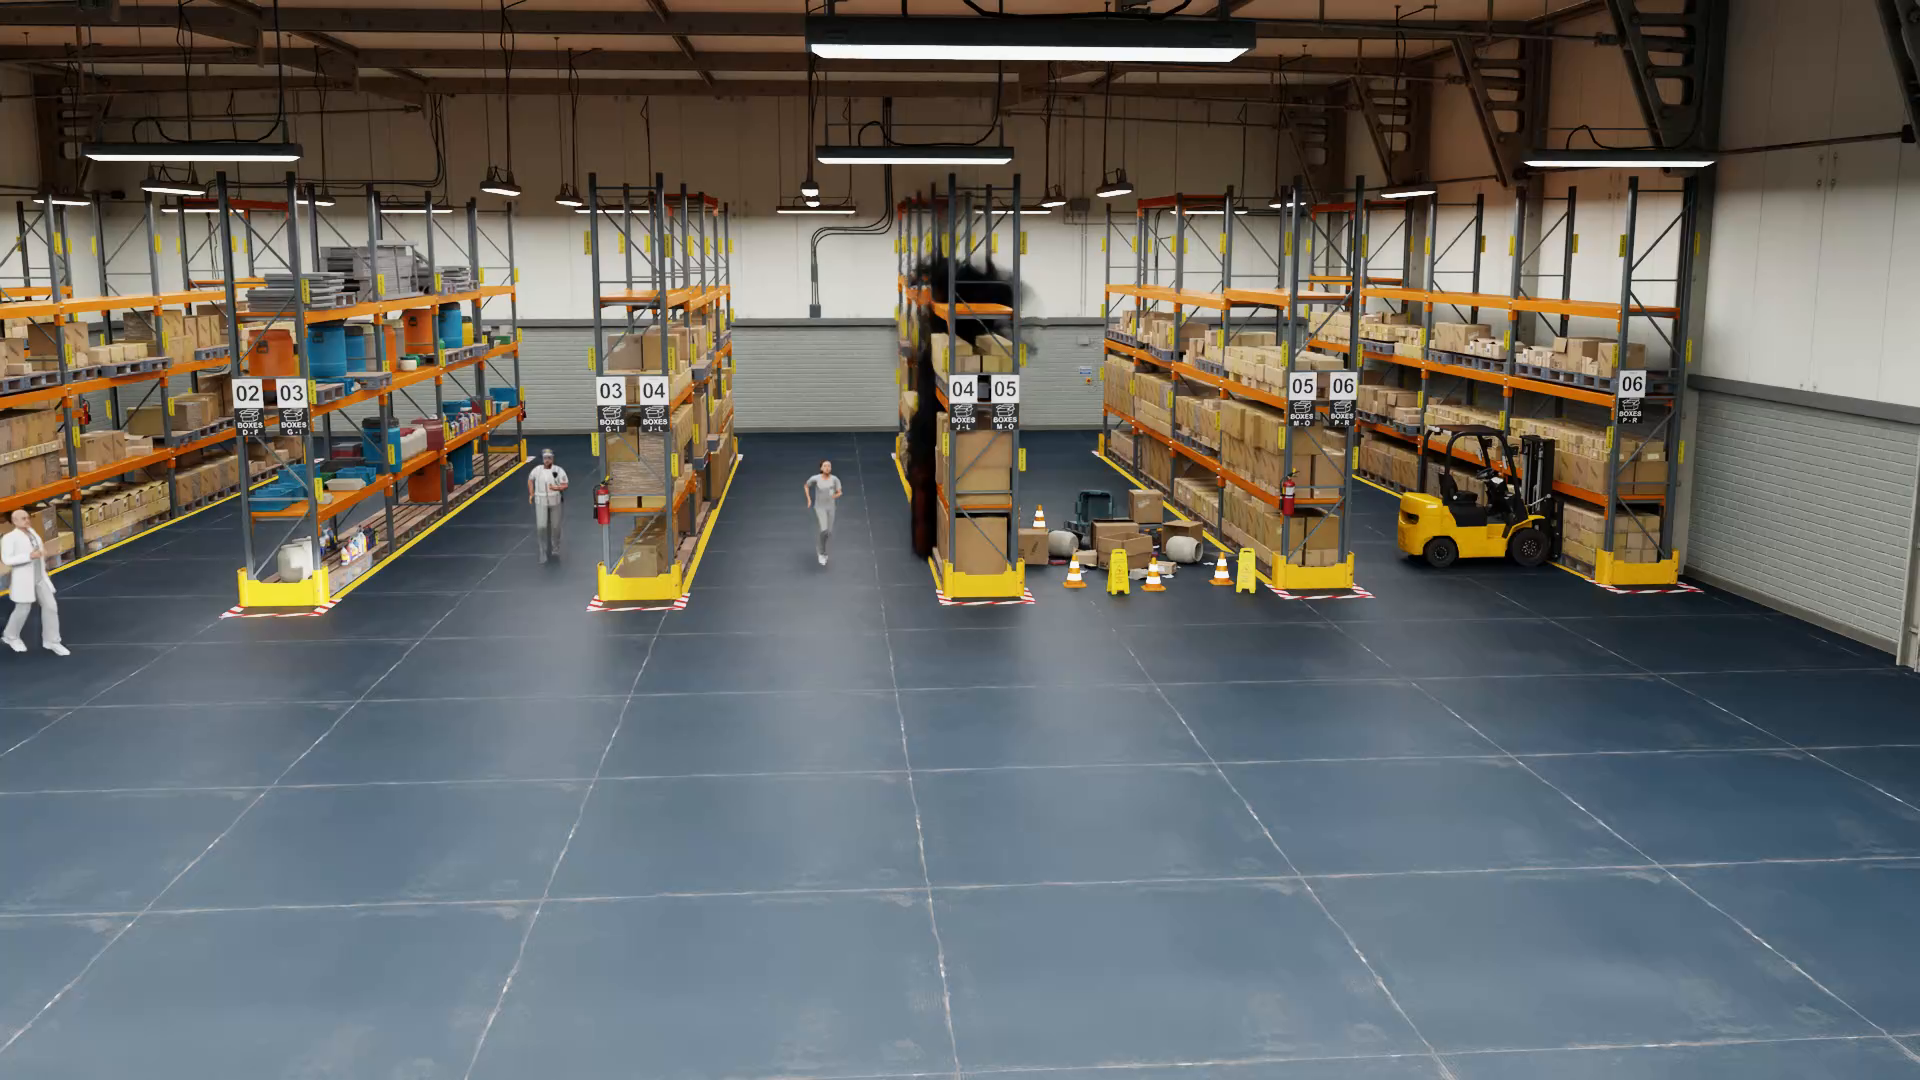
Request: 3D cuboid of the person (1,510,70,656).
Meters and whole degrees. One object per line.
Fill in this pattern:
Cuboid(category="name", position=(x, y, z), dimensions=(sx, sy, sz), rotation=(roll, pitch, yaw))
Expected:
Cuboid(category="person", position=(-11.481, 0.532, 20.491), dimensions=(0.897, 1.804, 0.693), rotation=(3, 11, 19))

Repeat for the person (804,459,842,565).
Cuboid(category="person", position=(-2.152, -0.458, 26.500), dimensions=(0.549, 1.684, 0.673), rotation=(-4, 11, -21))

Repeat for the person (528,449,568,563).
Cuboid(category="person", position=(-6.624, -0.552, 26.796), dimensions=(0.633, 1.853, 0.761), rotation=(-2, 10, -13))
